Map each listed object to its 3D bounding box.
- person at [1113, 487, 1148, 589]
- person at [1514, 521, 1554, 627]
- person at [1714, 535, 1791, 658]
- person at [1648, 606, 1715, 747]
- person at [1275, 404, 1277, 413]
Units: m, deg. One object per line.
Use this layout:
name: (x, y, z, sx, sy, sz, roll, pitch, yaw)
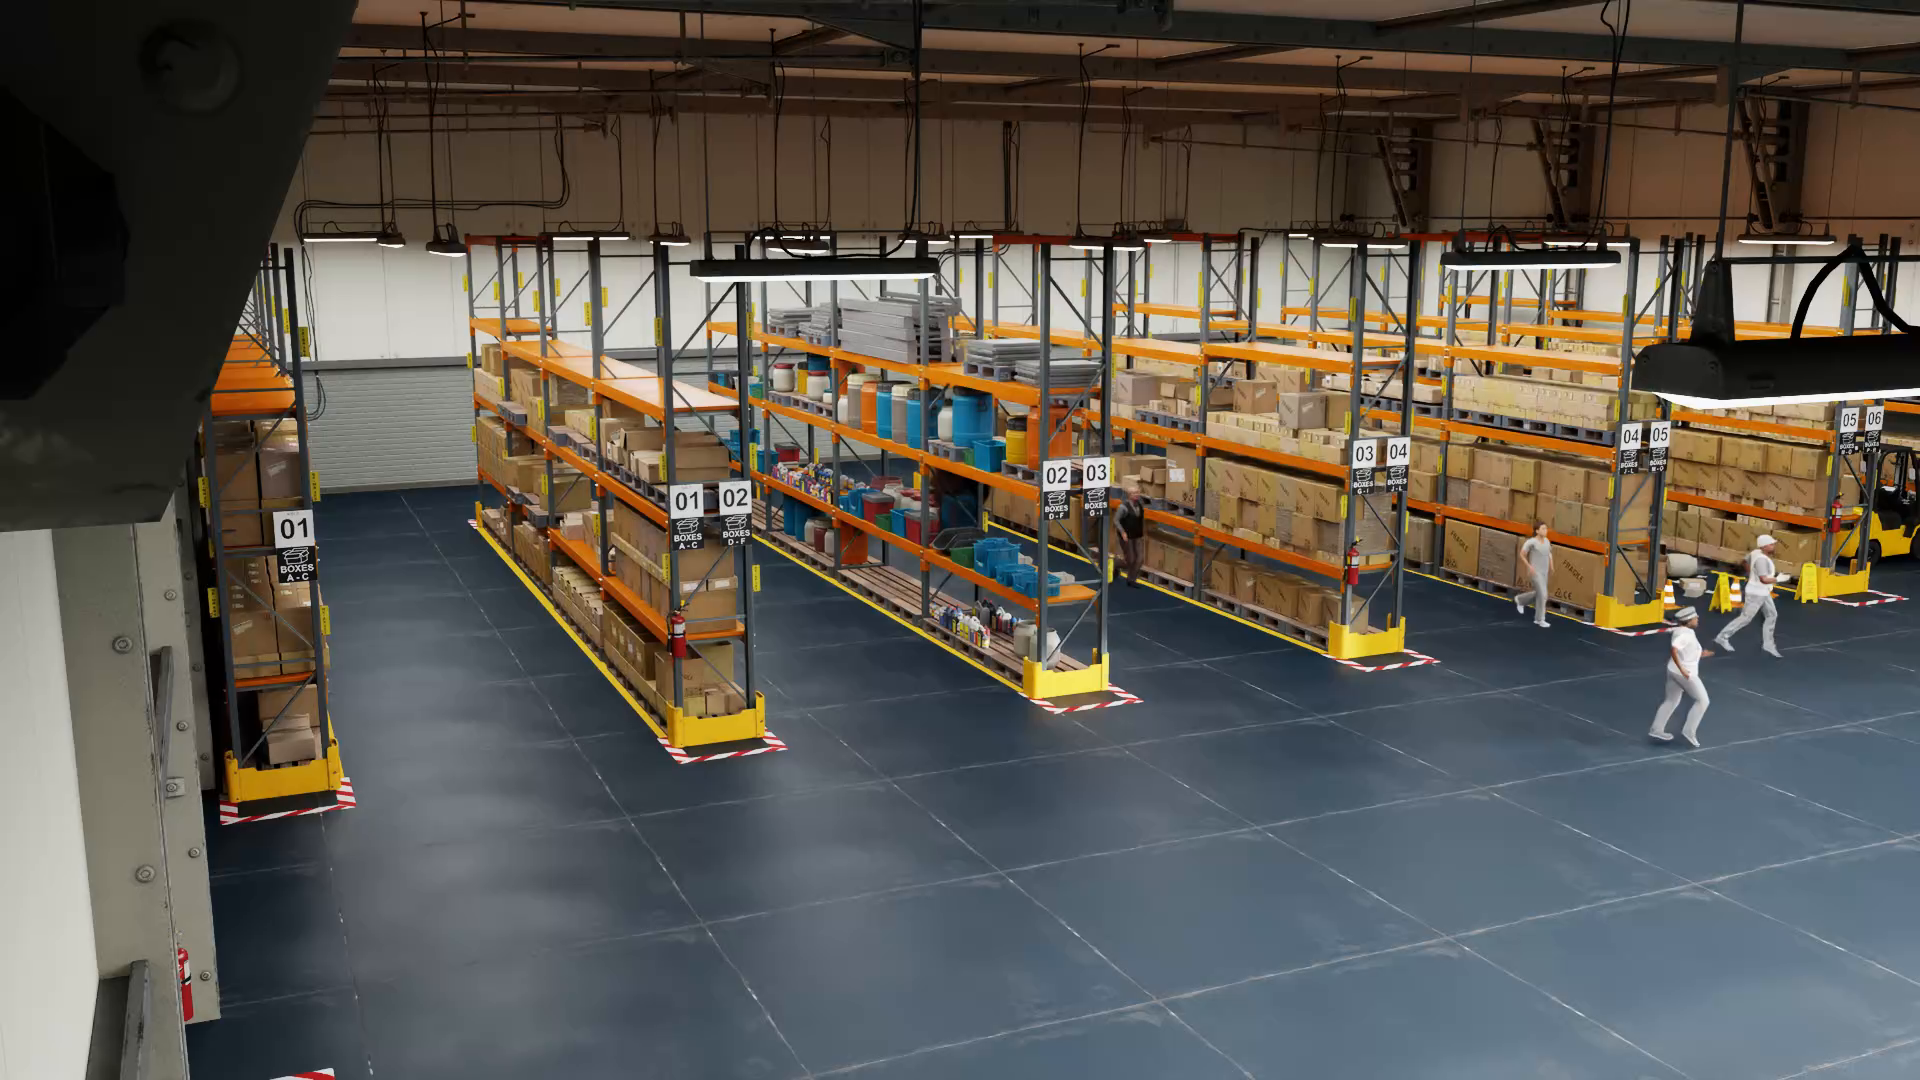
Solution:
person: (2.784, -0.057, 27.524, 0.647, 1.688, 0.637, -7, 13, -33)
person: (9.052, 0.505, 26.236, 0.582, 1.650, 0.766, -6, 13, -28)
person: (11.587, 0.810, 24.285, 0.927, 1.832, 0.695, 6, 12, 26)
person: (8.775, 1.657, 20.171, 0.690, 1.738, 0.555, 0, 11, 1)
person: (8.172, -2.956, 43.907, 0.602, 1.741, 0.708, 3, 11, 17)
